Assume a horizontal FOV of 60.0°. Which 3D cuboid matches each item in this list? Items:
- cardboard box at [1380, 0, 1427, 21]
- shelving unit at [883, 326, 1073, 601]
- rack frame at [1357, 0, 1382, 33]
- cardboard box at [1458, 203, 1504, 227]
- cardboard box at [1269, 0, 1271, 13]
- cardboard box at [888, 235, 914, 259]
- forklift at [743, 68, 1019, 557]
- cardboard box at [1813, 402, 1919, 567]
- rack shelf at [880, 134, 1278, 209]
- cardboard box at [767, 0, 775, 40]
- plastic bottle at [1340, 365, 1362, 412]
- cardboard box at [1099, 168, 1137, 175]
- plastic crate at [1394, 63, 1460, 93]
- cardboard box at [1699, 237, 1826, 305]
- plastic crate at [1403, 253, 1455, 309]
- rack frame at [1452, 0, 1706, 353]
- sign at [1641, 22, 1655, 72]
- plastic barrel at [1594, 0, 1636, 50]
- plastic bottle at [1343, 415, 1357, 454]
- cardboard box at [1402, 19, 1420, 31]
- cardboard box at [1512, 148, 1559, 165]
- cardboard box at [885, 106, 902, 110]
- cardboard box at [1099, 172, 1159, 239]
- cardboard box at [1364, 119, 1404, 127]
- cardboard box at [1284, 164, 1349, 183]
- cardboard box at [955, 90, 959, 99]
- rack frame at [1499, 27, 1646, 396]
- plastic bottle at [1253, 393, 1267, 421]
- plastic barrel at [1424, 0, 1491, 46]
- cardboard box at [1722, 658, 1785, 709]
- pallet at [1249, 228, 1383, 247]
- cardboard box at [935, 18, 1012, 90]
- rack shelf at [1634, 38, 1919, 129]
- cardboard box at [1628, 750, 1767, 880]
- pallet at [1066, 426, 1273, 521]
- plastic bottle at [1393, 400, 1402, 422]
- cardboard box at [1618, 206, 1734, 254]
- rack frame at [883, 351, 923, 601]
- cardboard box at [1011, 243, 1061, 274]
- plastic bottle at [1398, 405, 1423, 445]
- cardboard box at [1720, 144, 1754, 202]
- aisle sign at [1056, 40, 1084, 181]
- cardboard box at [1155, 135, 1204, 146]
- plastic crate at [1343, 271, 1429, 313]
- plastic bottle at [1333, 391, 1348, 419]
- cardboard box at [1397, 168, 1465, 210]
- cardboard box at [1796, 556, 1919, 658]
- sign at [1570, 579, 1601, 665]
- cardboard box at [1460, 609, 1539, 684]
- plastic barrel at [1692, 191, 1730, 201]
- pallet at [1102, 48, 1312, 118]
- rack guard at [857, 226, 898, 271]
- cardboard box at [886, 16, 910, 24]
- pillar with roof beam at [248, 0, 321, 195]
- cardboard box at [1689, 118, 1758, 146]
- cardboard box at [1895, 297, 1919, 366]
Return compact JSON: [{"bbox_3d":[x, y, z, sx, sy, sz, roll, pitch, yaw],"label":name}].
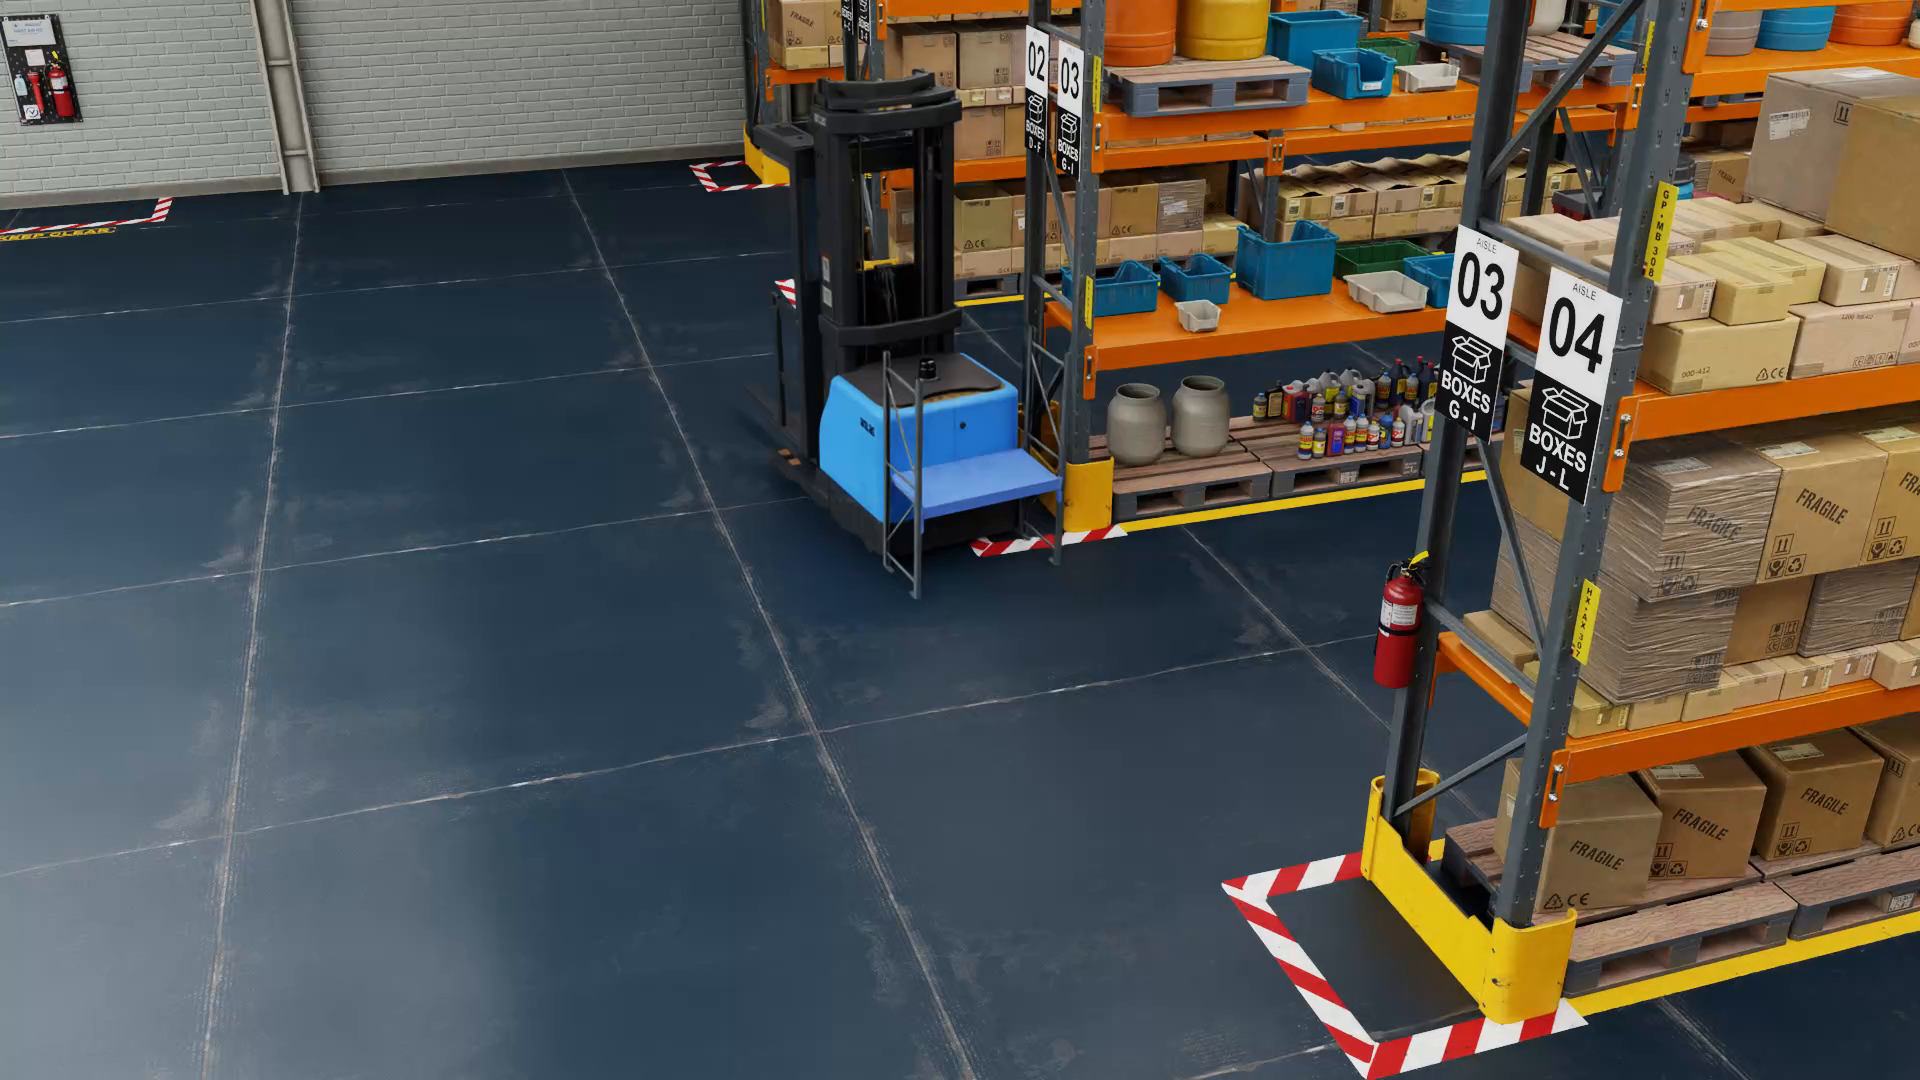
[{"bbox_3d":[5.735,-7.062,21.627,0.500,0.500,0.500,-7,27,-15],"label":"cardboard box"},{"bbox_3d":[0.095,-0.490,10.518,1.048,1.500,0.538,-13,32,-24],"label":"shelving unit"},{"bbox_3d":[5.194,-6.917,21.803,0.127,3.000,1.000,-8,28,-16],"label":"rack frame"},{"bbox_3d":[5.339,-3.463,17.467,0.500,0.250,0.500,-8,27,-15],"label":"cardboard box"},{"bbox_3d":[3.573,-6.908,21.180,0.500,0.500,0.700,-8,28,-16],"label":"cardboard box"},{"bbox_3d":[-0.457,-2.876,16.285,0.500,0.250,0.500,-8,28,-16],"label":"cardboard box"},{"bbox_3d":[-0.730,-1.822,11.619,1.130,2.935,3.031,-13,29,-24],"label":"forklift"},{"bbox_3d":[3.749,-0.254,6.811,0.500,0.500,0.500,-8,28,-16],"label":"cardboard box"},{"bbox_3d":[1.027,-3.674,16.081,4.000,0.370,1.077,-8,28,-16],"label":"rack shelf"},{"bbox_3d":[-2.030,-6.247,19.758,0.500,0.500,0.500,-9,28,-17],"label":"cardboard box"},{"bbox_3d":[2.979,-1.167,12.706,0.185,0.351,0.144,-8,28,-17],"label":"plastic bottle"},{"bbox_3d":[1.440,-3.495,16.687,0.500,0.500,0.500,-8,28,-16],"label":"cardboard box"},{"bbox_3d":[3.058,-3.010,10.858,0.396,0.136,0.243,-8,28,-16],"label":"plastic crate"},{"bbox_3d":[3.001,-1.009,6.250,0.250,0.149,0.380,-9,28,-17],"label":"cardboard box"},{"bbox_3d":[3.491,-1.843,11.751,0.616,0.251,0.499,-8,28,-16],"label":"plastic crate"},{"bbox_3d":[2.189,-2.219,5.594,0.127,3.000,1.000,-8,28,-16],"label":"rack frame"},{"bbox_3d":[4.619,-3.290,11.115,0.005,0.325,0.100,-8,28,-16],"label":"sign"},{"bbox_3d":[4.875,-3.907,11.803,0.708,0.901,0.600,-8,28,-16],"label":"plastic barrel"},{"bbox_3d":[2.802,-0.766,11.988,0.097,0.271,0.097,0,26,0],"label":"plastic bottle"},{"bbox_3d":[5.821,-6.791,21.811,0.250,0.149,0.380,-8,27,-15],"label":"cardboard box"},{"bbox_3d":[6.143,-4.082,18.083,0.500,0.311,0.500,-7,27,-14],"label":"cardboard box"},{"bbox_3d":[-0.427,-3.825,15.463,0.500,0.500,0.700,-8,28,-16],"label":"cardboard box"},{"bbox_3d":[1.602,-3.274,16.242,0.500,0.500,0.500,-8,28,-16],"label":"cardboard box"},{"bbox_3d":[4.165,-4.488,16.799,0.500,0.500,0.500,-6,27,-12],"label":"cardboard box"},{"bbox_3d":[3.717,-3.731,17.375,0.500,0.311,0.500,-7,27,-15],"label":"cardboard box"},{"bbox_3d":[-0.185,-4.057,15.201,0.250,0.149,0.380,-9,28,-17],"label":"cardboard box"},{"bbox_3d":[4.459,-2.177,12.256,0.127,3.000,1.000,-8,28,-16],"label":"rack frame"},{"bbox_3d":[2.266,-1.008,12.554,0.097,0.201,0.097,0,26,0],"label":"plastic bottle"},{"bbox_3d":[3.479,-3.841,11.199,0.708,0.901,0.600,-8,28,-16],"label":"plastic barrel"},{"bbox_3d":[3.251,0.544,7.057,0.250,0.149,0.380,-8,28,-16],"label":"cardboard box"},{"bbox_3d":[3.617,-3.141,17.333,1.213,0.211,1.003,-8,28,-16],"label":"pallet"},{"bbox_3d":[0.122,-4.488,15.339,0.500,0.500,0.700,-9,28,-17],"label":"cardboard box"},{"bbox_3d":[6.360,-3.474,12.304,4.000,0.370,1.077,-8,28,-16],"label":"rack shelf"},{"bbox_3d":[3.346,1.224,7.745,0.500,0.500,0.500,-1,26,-3],"label":"cardboard box"},{"bbox_3d":[1.487,-0.517,12.049,1.213,0.211,1.003,-8,28,-16],"label":"pallet"},{"bbox_3d":[3.257,-0.900,12.244,0.133,0.283,0.061,-8,28,-16],"label":"plastic bottle"},{"bbox_3d":[2.867,-1.227,6.690,0.250,0.149,0.380,-9,28,-18],"label":"cardboard box"},{"bbox_3d":[-0.358,-0.387,10.310,0.032,1.500,0.500,-13,32,-24],"label":"rack frame"},{"bbox_3d":[0.654,-2.796,16.124,0.500,0.250,0.500,-8,28,-16],"label":"cardboard box"},{"bbox_3d":[3.290,-0.852,12.155,0.135,0.276,0.152,-8,27,-15],"label":"plastic bottle"},{"bbox_3d":[8.722,-4.057,18.360,0.500,0.500,0.500,-9,28,-18],"label":"cardboard box"},{"bbox_3d":[0.678,-2.657,10.299,0.004,0.787,0.394,-8,28,-16],"label":"aisle sign"},{"bbox_3d":[2.009,-4.177,16.173,0.500,0.500,0.700,-9,28,-17],"label":"cardboard box"},{"bbox_3d":[2.993,-1.728,11.649,0.437,0.136,0.530,-8,28,-16],"label":"plastic crate"},{"bbox_3d":[2.881,-1.030,12.597,0.097,0.201,0.097,0,26,0],"label":"plastic bottle"},{"bbox_3d":[4.860,-3.643,17.199,0.500,0.311,0.500,-7,27,-15],"label":"cardboard box"},{"bbox_3d":[3.648,0.056,7.312,0.500,0.500,0.875,-8,28,-16],"label":"cardboard box"},{"bbox_3d":[2.357,0.310,6.274,0.005,0.325,0.100,-8,28,-16],"label":"sign"},{"bbox_3d":[2.396,0.454,7.239,0.250,0.149,0.380,-8,28,-16],"label":"cardboard box"},{"bbox_3d":[5.436,-2.277,12.304,0.433,0.535,0.433,0,26,0],"label":"plastic barrel"},{"bbox_3d":[1.472,-2.958,10.668,1.213,0.211,1.003,-8,28,-16],"label":"pallet"},{"bbox_3d":[-0.898,-2.598,15.915,0.348,0.500,1.175,-8,28,-16],"label":"rack guard"},{"bbox_3d":[-0.899,-6.164,19.589,0.500,0.500,0.500,-9,28,-18],"label":"cardboard box"},{"bbox_3d":[-6.387,-6.318,13.850,0.400,9.000,9.100,-8,28,-16],"label":"pillar with roof beam"},{"bbox_3d":[8.572,-4.616,18.642,0.500,0.250,0.500,-9,28,-17],"label":"cardboard box"},{"bbox_3d":[3.688,-0.906,6.490,0.500,0.250,0.500,-8,28,-16],"label":"cardboard box"}]
